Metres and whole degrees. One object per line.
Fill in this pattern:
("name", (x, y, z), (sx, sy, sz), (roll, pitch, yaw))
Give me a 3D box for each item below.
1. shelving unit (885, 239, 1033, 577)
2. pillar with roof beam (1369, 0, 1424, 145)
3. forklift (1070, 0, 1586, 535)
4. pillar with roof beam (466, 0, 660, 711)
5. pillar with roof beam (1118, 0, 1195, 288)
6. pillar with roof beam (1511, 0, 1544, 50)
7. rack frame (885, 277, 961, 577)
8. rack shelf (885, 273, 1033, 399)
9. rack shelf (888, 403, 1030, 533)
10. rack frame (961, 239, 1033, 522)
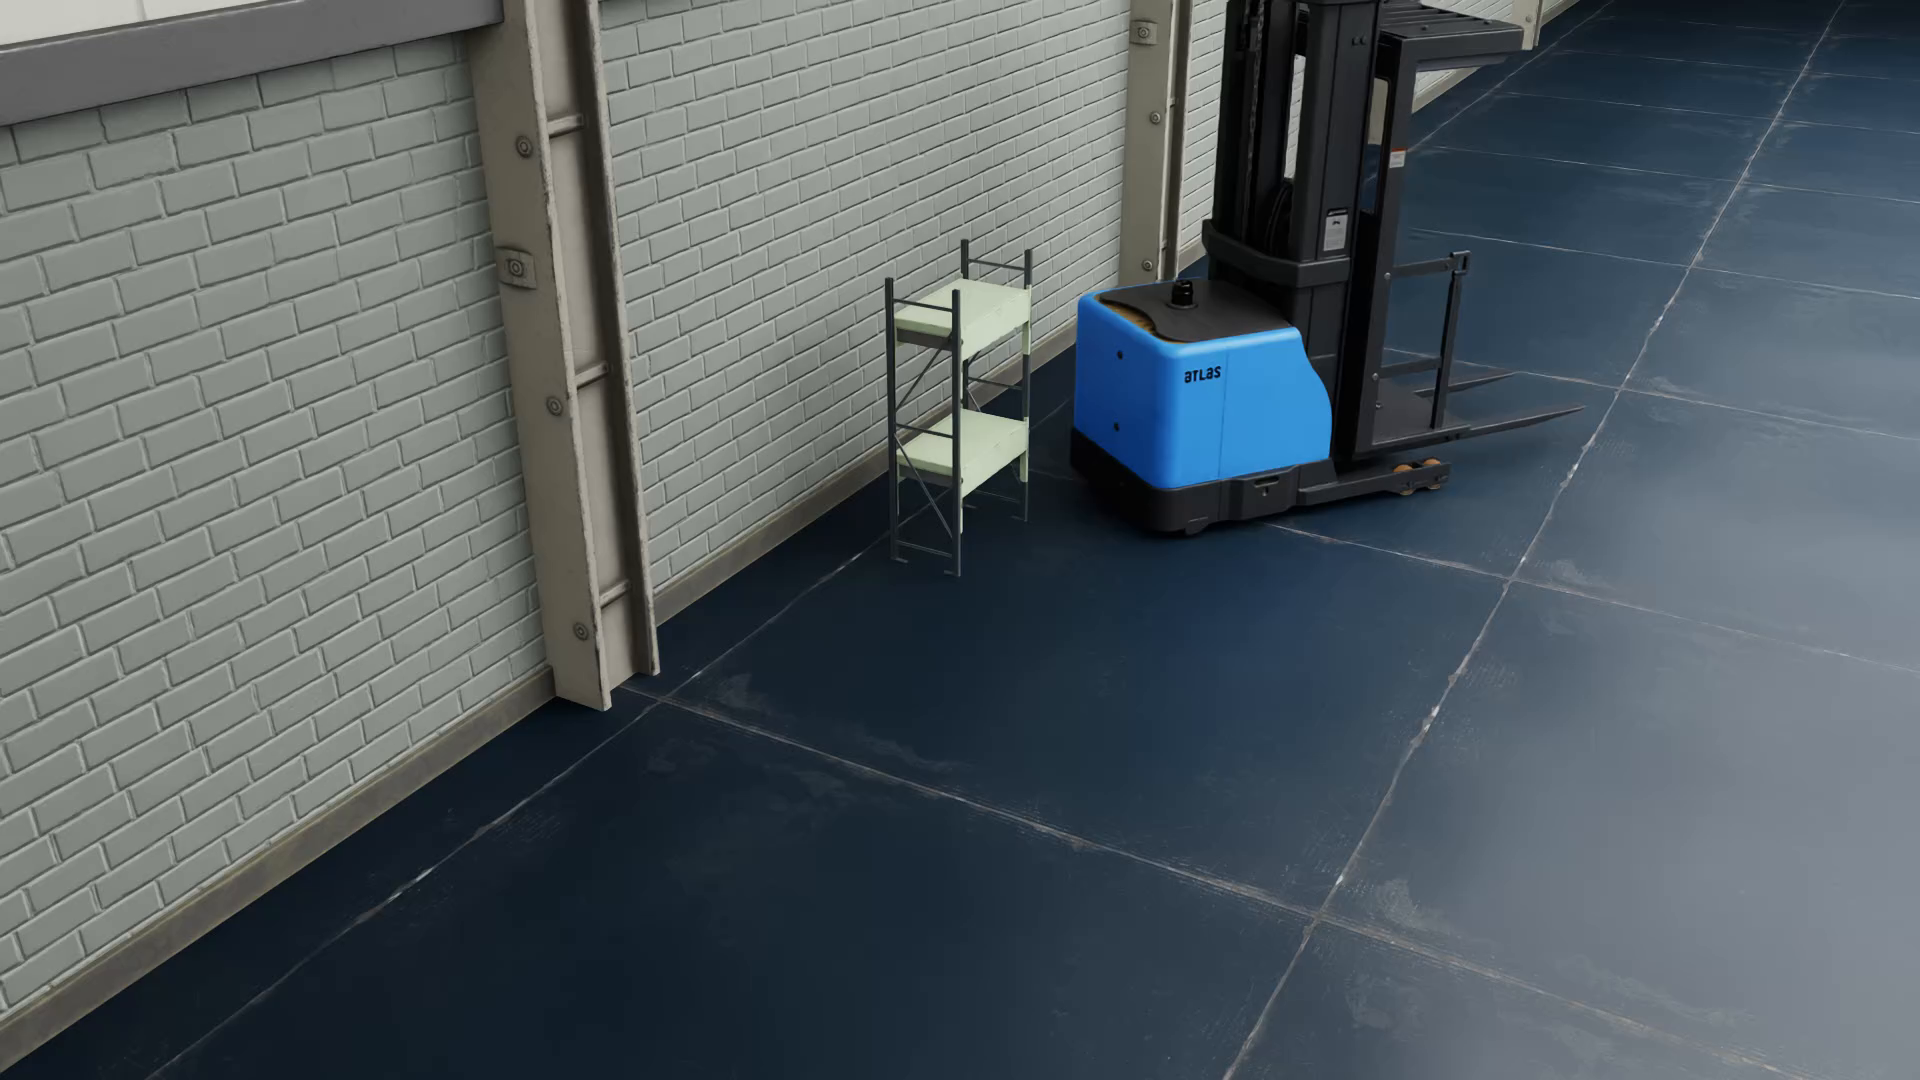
("shelving unit", (0.003, -0.673, 8.419), (0.431, 1.500, 0.755), (14, 30, 26))
("pillar with roof beam", (8.062, -7.115, 12.910), (9.100, 9.000, 0.400), (14, 30, 26))
("forklift", (2.187, -1.762, 8.996), (3.031, 2.935, 1.130), (-11, 29, -21))
("pillar with roof beam", (2.158, -2.438, 3.568), (9.100, 9.000, 0.400), (14, 30, 26))
("pillar with roof beam", (5.110, -4.777, 8.239), (9.100, 9.000, 0.400), (14, 30, 26))
("pillar with roof beam", (11.013, -9.453, 17.581), (9.100, 9.000, 0.400), (14, 30, 26))
("rack frame", (-0.177, -0.531, 8.135), (0.400, 1.500, 0.023), (14, 30, 26))
("rack shelf", (0.003, -1.022, 8.245), (0.431, 0.370, 0.720), (14, 30, 26))
("rack shelf", (0.003, -0.382, 8.565), (0.431, 0.370, 0.720), (14, 30, 26))
("rack frame", (0.183, -0.816, 8.704), (0.400, 1.500, 0.023), (14, 30, 26))
